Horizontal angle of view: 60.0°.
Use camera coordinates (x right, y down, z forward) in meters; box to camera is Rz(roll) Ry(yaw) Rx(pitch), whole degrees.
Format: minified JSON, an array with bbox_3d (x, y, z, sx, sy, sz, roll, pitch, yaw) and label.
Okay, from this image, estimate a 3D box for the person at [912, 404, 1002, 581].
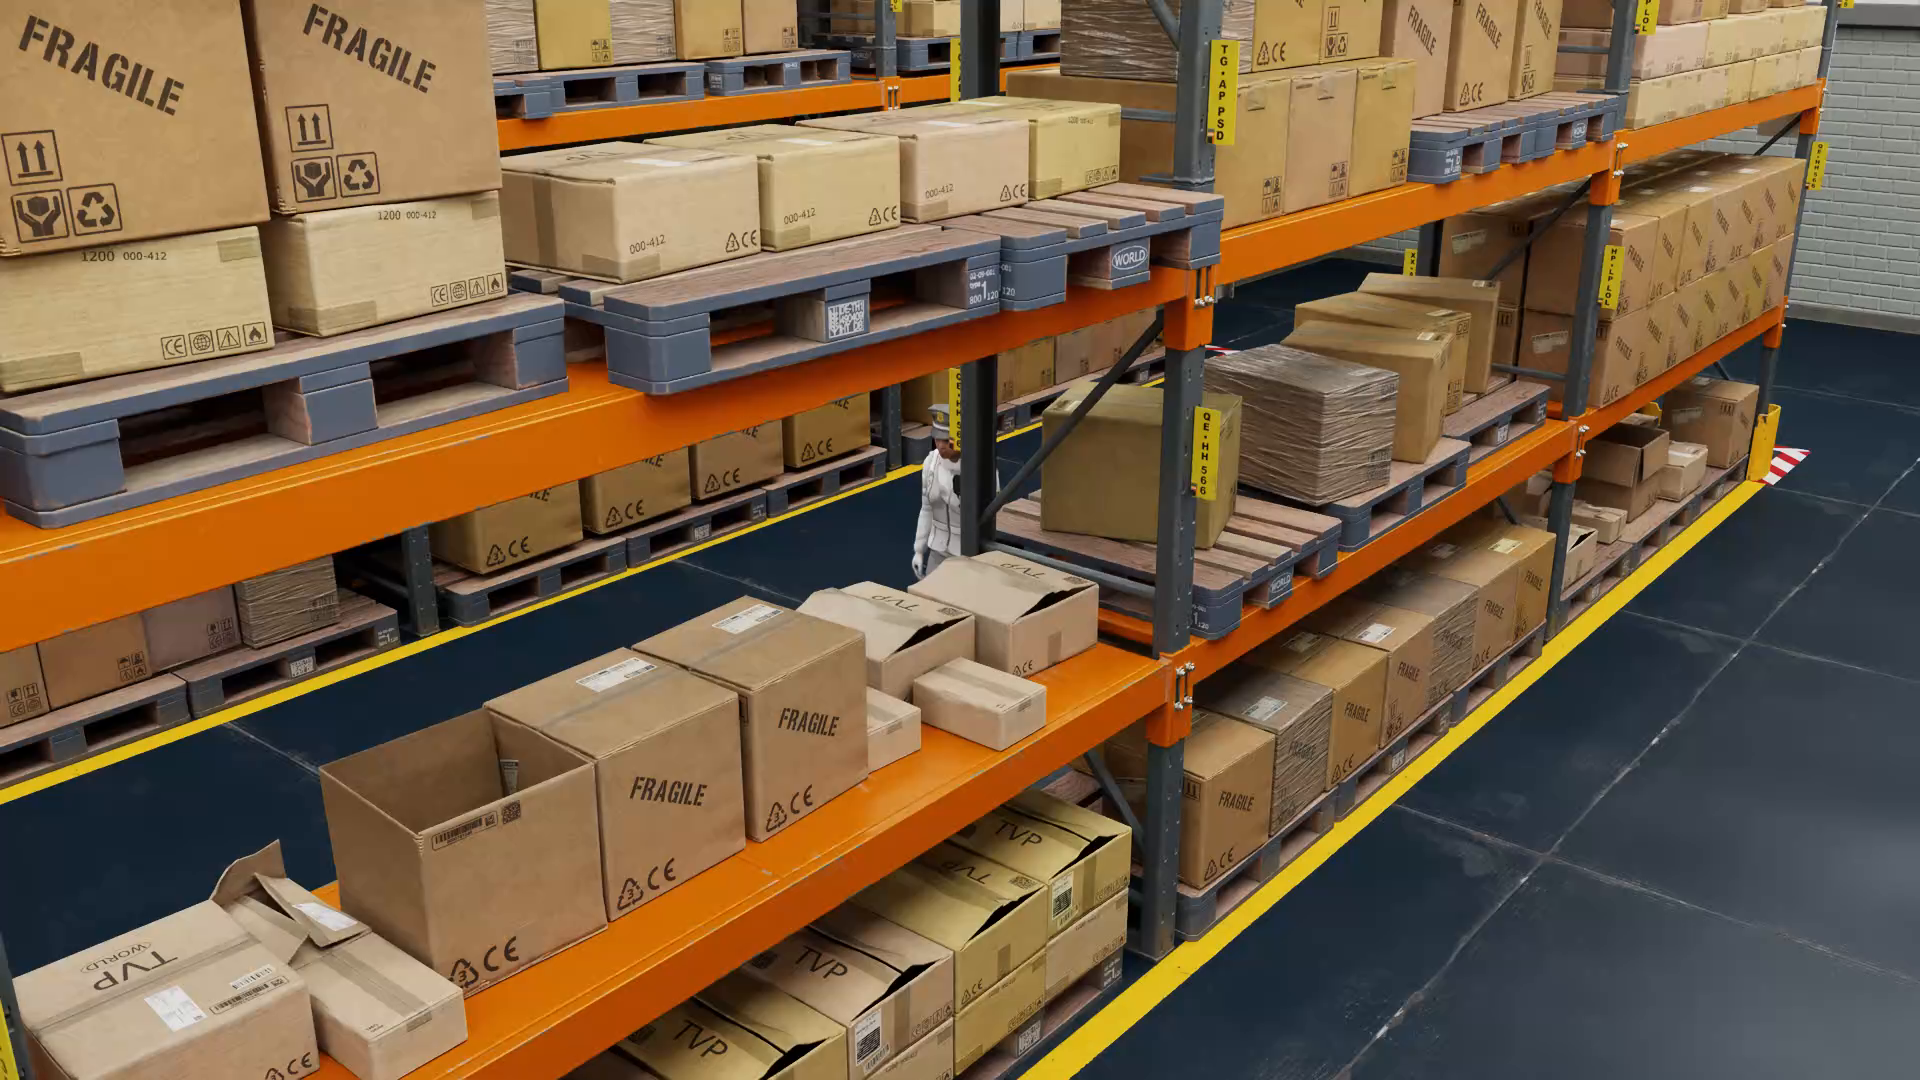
[{"bbox_3d":[-0.007,0.117,8.253,0.528,1.664,0.372,16,26,37],"label":"person"}]
